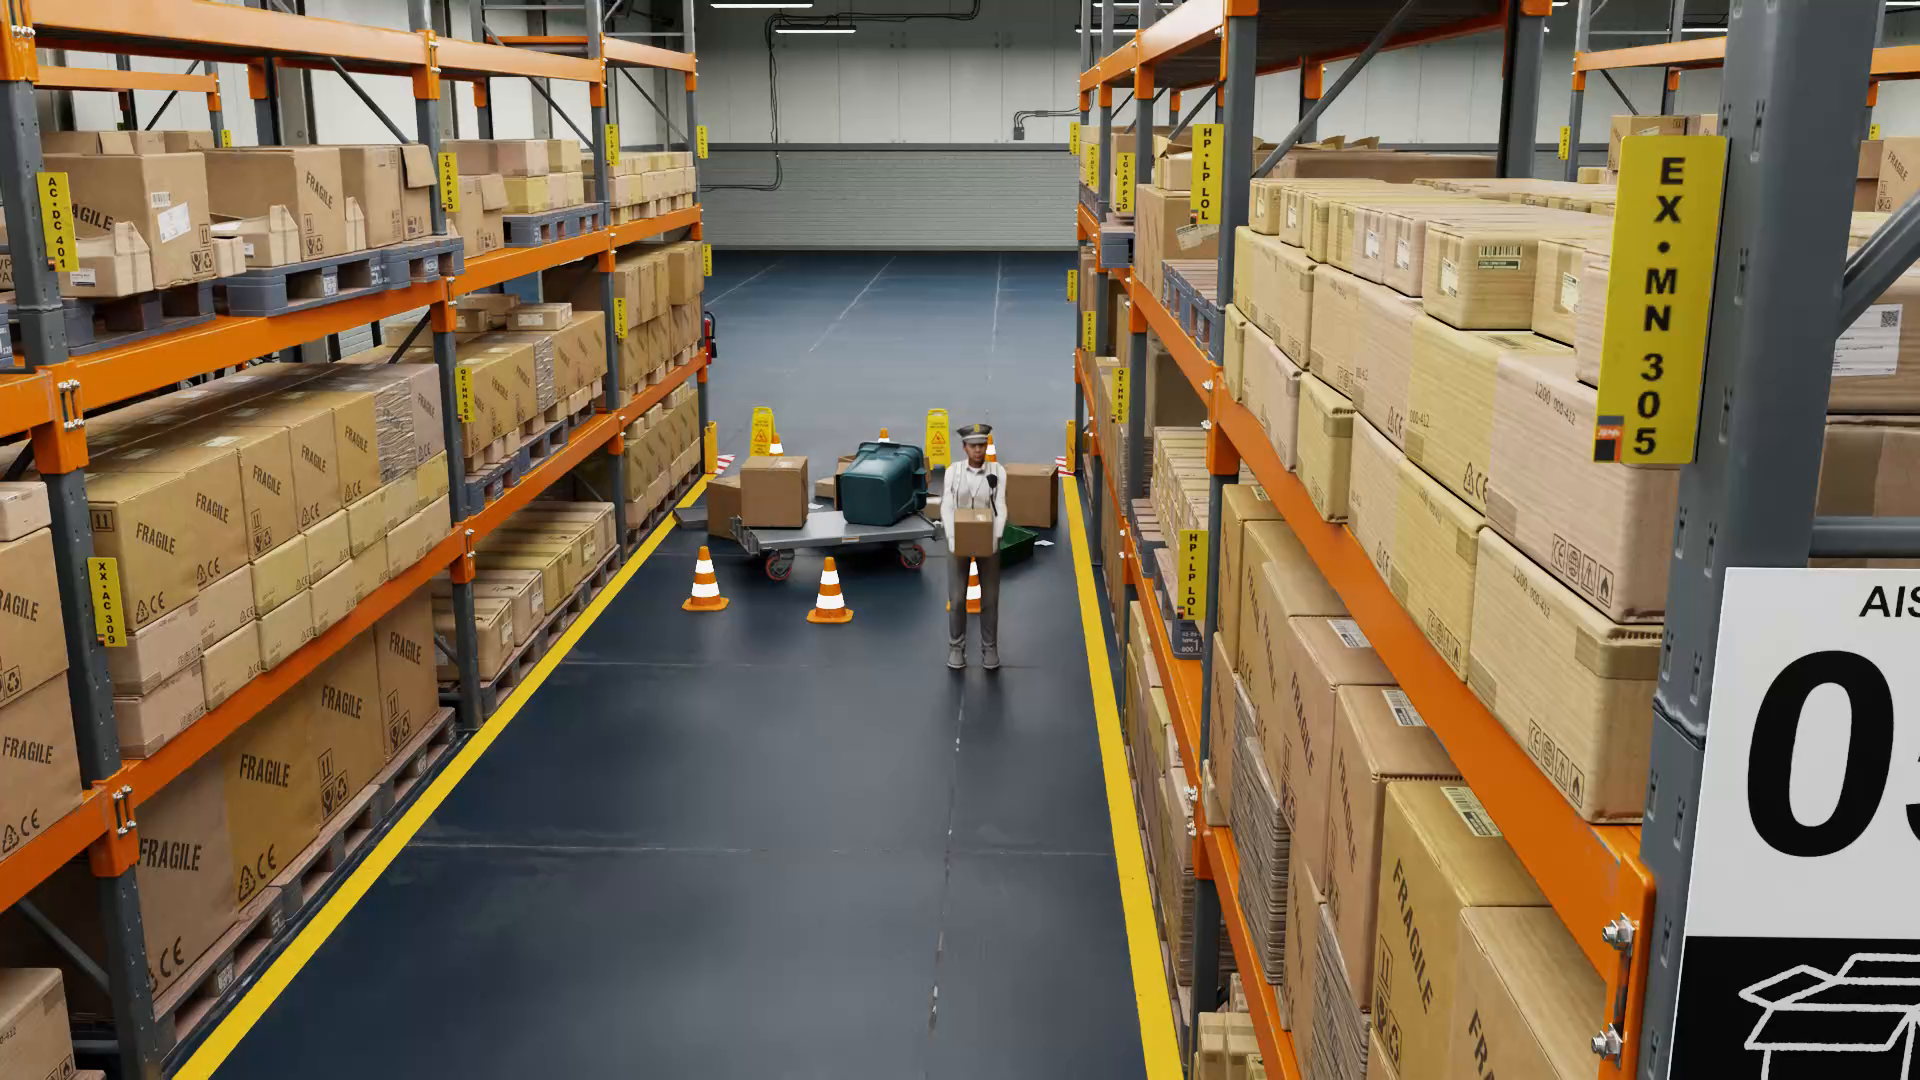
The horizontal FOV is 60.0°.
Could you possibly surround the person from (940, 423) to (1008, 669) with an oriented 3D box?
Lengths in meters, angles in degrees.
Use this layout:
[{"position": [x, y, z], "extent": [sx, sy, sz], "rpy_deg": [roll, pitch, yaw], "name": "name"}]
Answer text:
[{"position": [0.094, 0.052, 11.251], "extent": [0.453, 1.691, 0.523], "rpy_deg": [0, 14, 1], "name": "person"}]
